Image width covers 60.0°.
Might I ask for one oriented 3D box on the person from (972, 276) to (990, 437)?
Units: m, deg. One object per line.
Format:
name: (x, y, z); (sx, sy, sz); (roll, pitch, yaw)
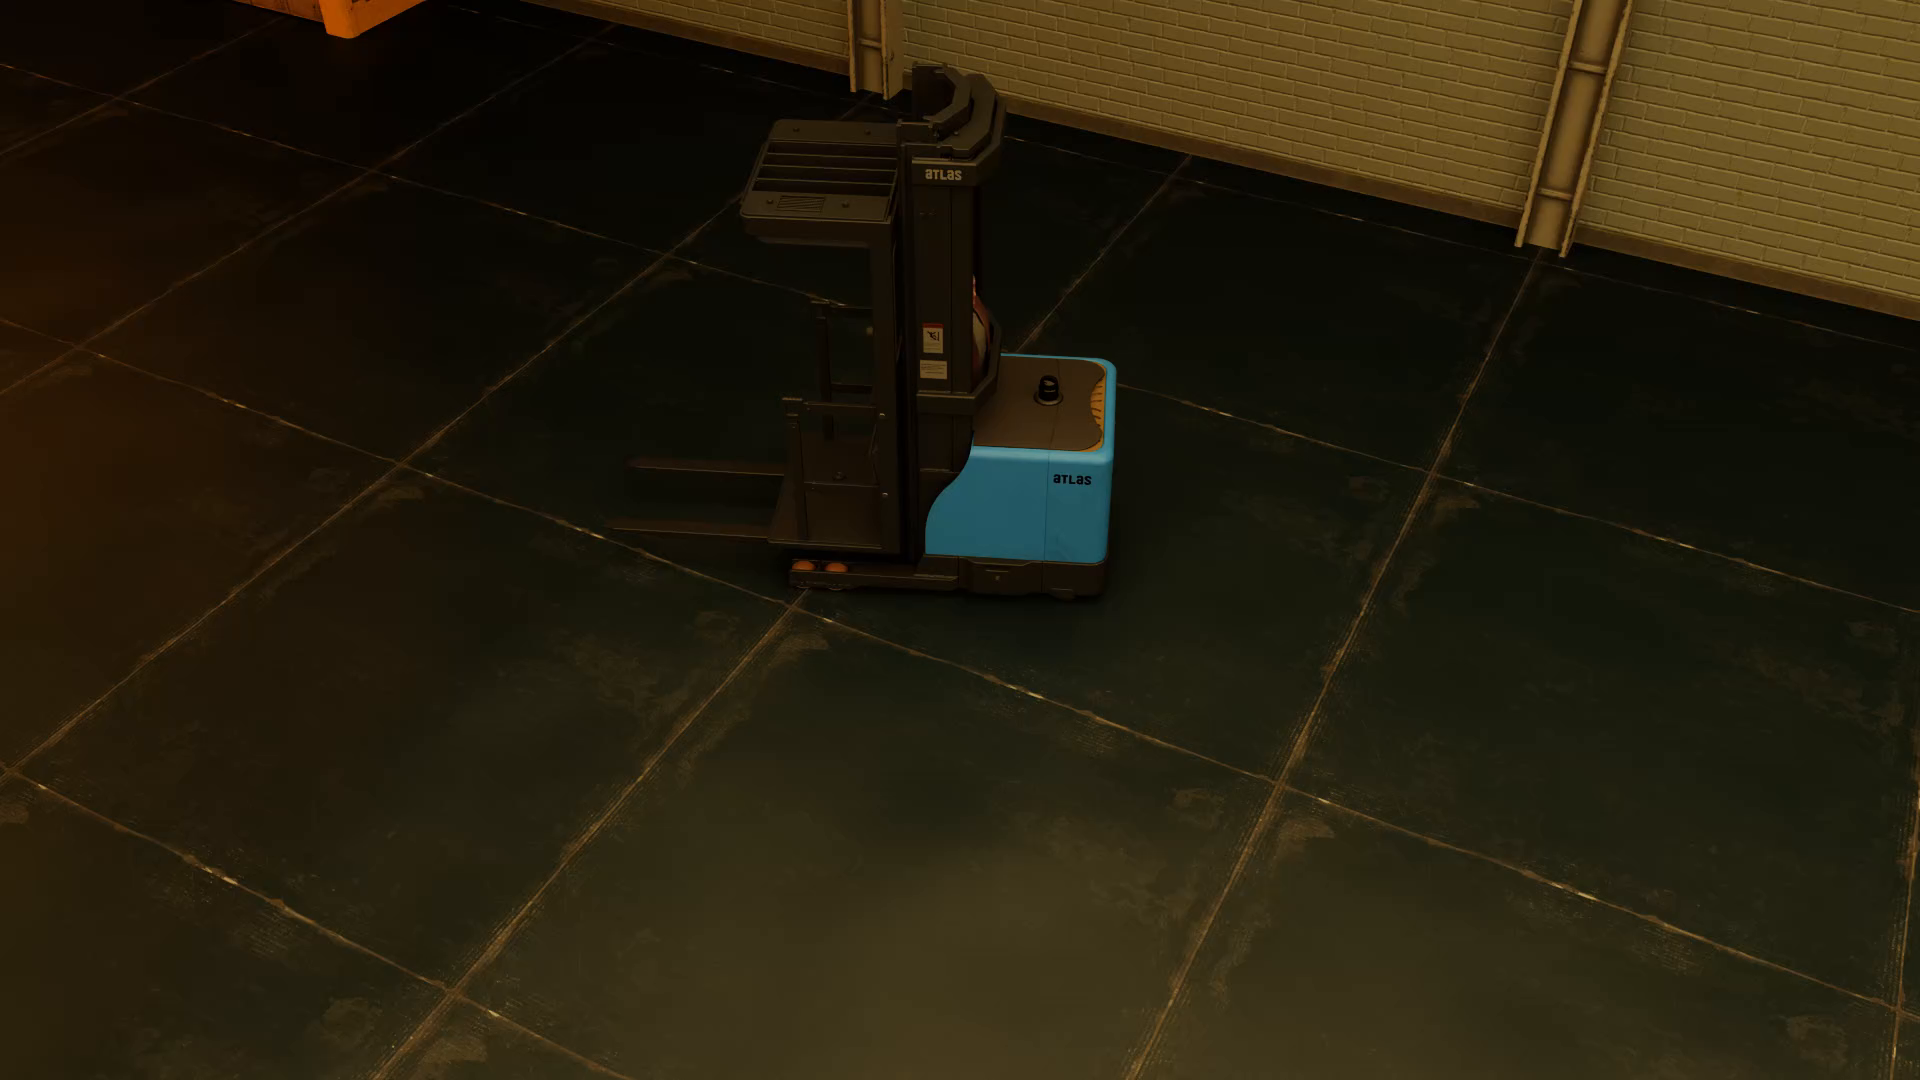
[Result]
person: (-0.001, -0.837, 9.566); (0.322, 1.710, 0.550); (18, 43, 21)

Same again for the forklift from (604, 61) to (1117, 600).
forklift: (-0.606, -1.157, 9.360); (3.031, 2.935, 1.130); (3, 40, 4)
